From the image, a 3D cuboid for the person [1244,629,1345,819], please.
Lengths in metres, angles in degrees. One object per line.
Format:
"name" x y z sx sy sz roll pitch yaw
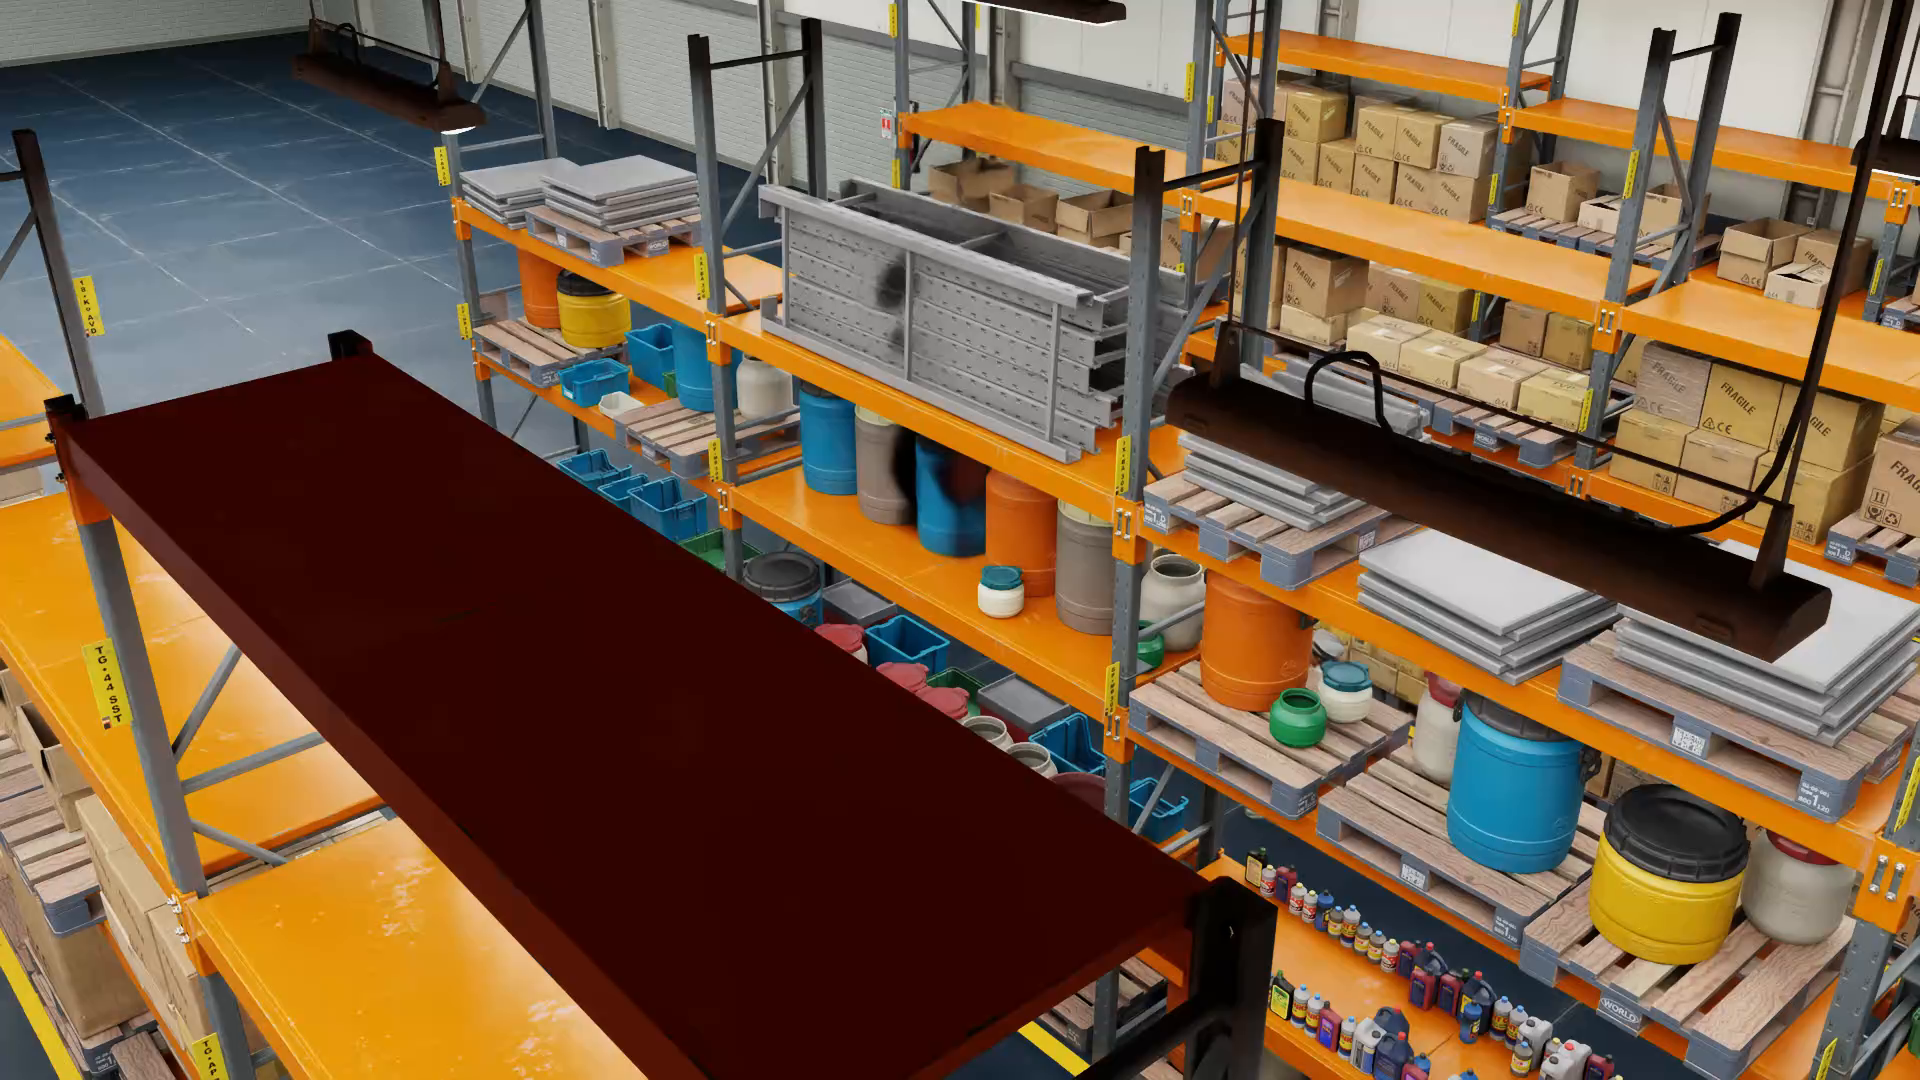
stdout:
"person" 2.566 1.429 12.226 0.853 1.737 0.612 17 32 30
